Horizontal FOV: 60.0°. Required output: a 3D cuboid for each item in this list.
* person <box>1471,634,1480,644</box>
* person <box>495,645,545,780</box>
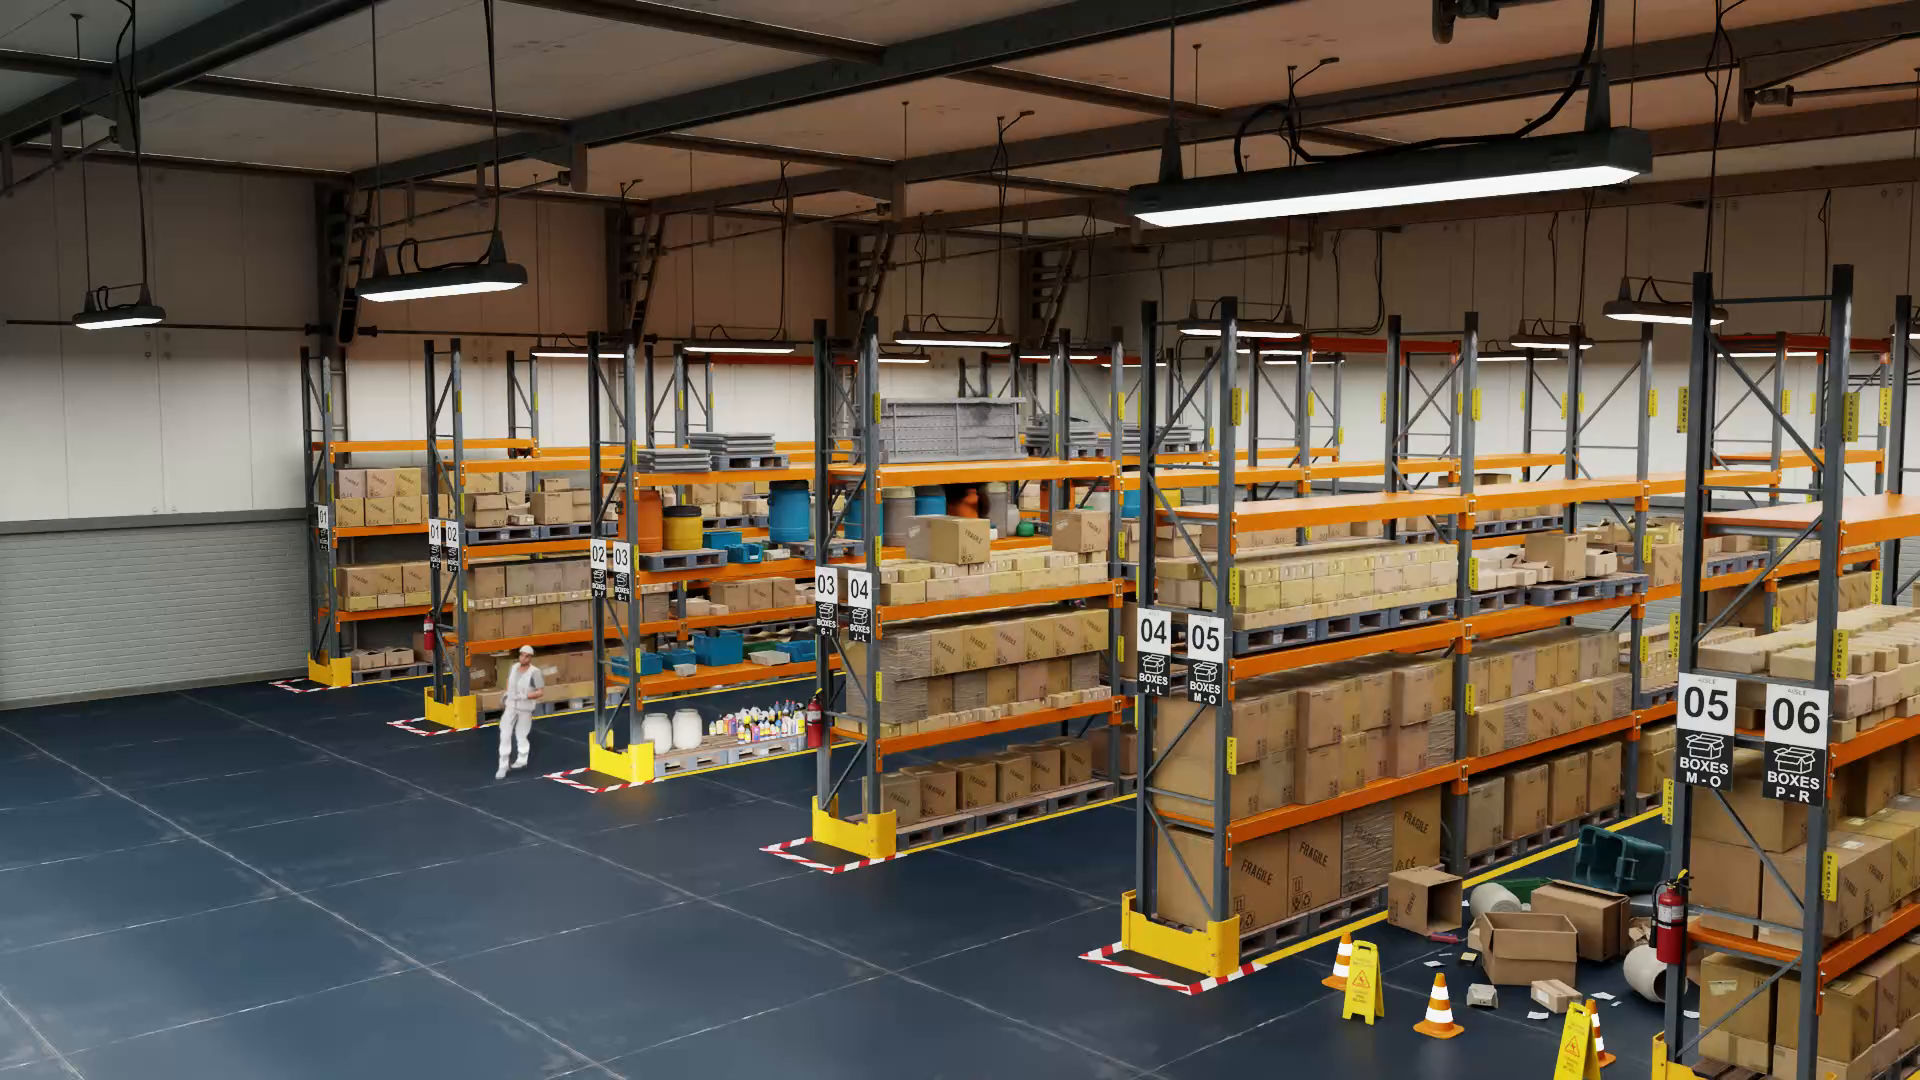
[{"bbox_3d":[7.528,2.174,24.445,0.506,1.720,0.846,5,7,42],"label":"person"},{"bbox_3d":[-5.913,2.320,22.496,0.660,1.811,0.707,1,5,7],"label":"person"}]
